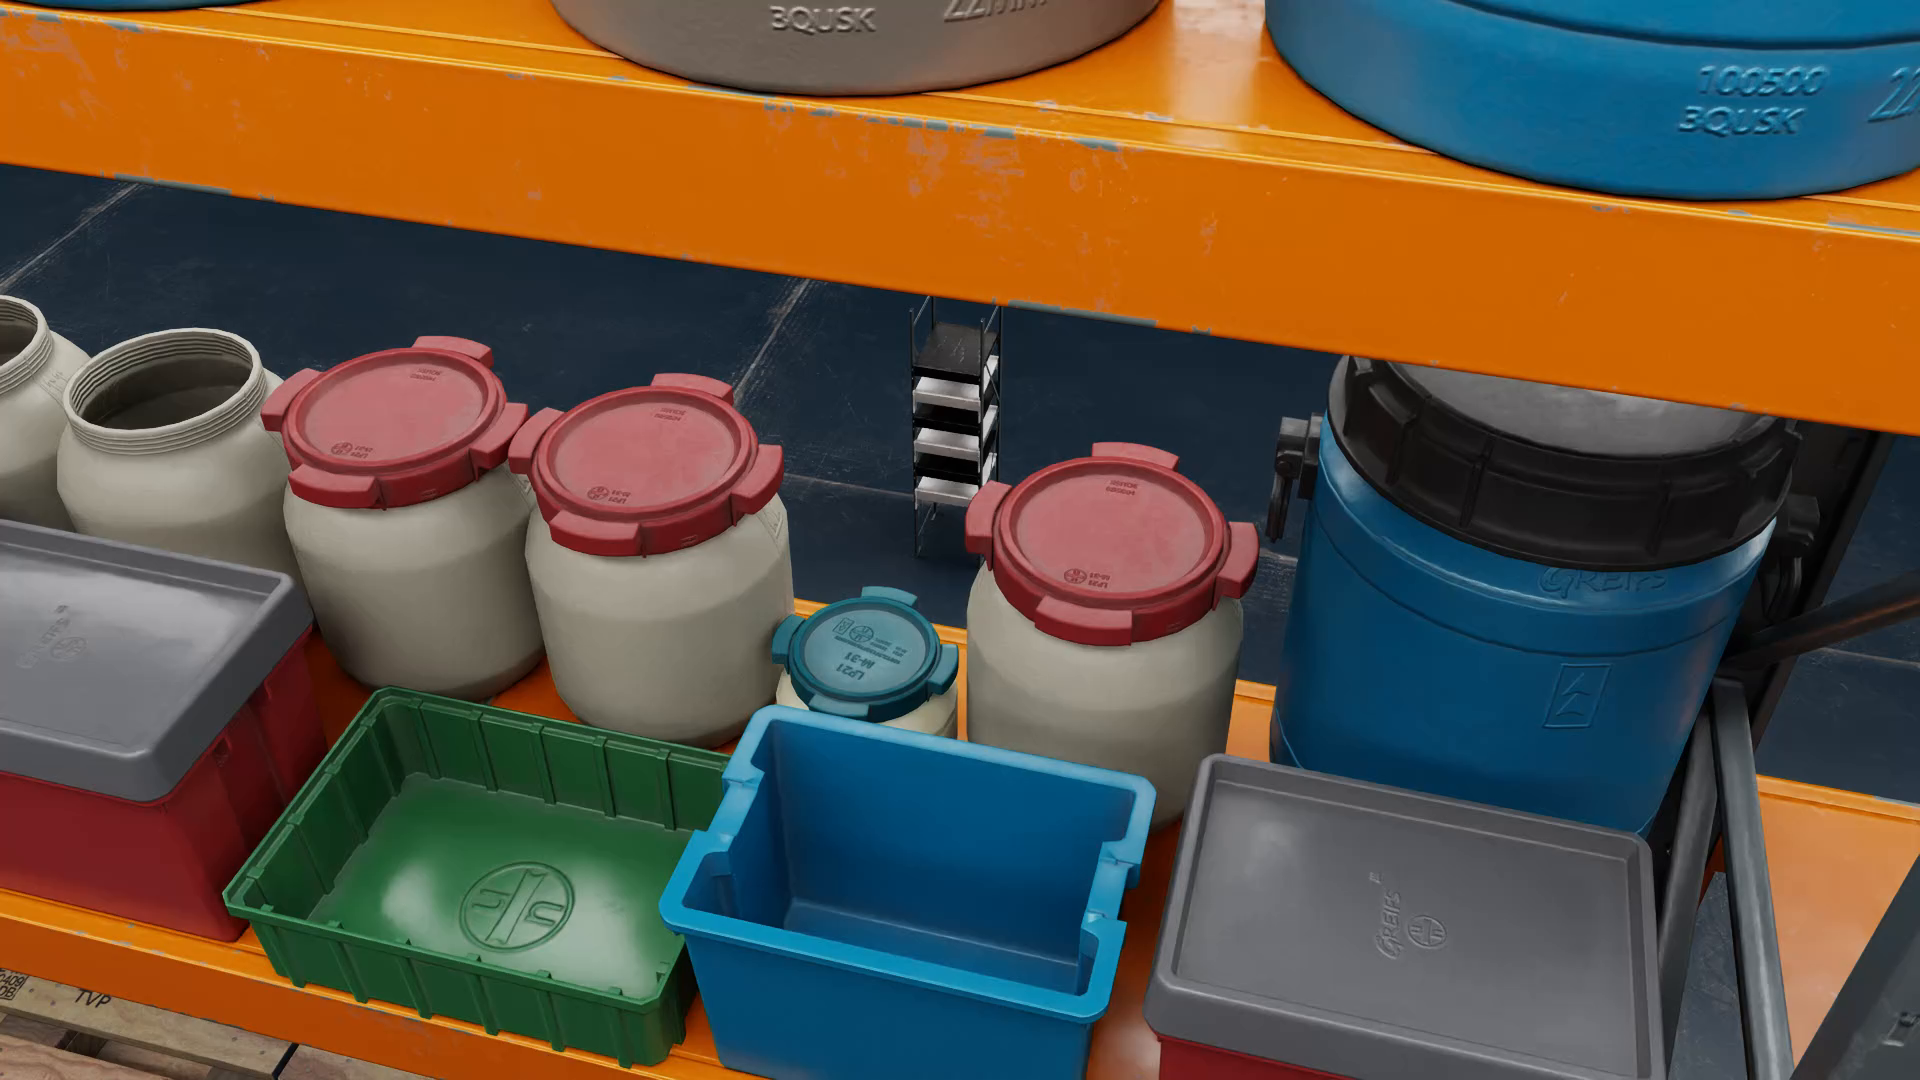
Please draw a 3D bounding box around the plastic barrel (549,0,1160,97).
[{"bbox_3d":[-0.091,-0.871,1.232,0.600,0.901,0.600,0,40,0],"label":"plastic barrel"}]

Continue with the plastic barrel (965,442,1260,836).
[{"bbox_3d":[0.221,0.181,2.596,0.433,0.535,0.433,0,40,0],"label":"plastic barrel"}]

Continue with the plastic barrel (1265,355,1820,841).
[{"bbox_3d":[0.794,0.084,2.428,0.708,0.901,0.600,10,41,11],"label":"plastic barrel"}]

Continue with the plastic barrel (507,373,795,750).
[{"bbox_3d":[-0.488,0.059,2.741,0.433,0.535,0.433,0,40,0],"label":"plastic barrel"}]

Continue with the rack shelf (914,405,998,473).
[{"bbox_3d":[-0.008,-0.320,4.984,0.200,0.077,0.258,10,41,11],"label":"rack shelf"}]

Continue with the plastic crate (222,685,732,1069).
[{"bbox_3d":[-0.667,0.496,2.492,0.662,0.188,0.450,10,41,11],"label":"plastic crate"}]

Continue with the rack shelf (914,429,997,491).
[{"bbox_3d":[-0.008,-0.252,5.042,0.200,0.077,0.258,10,41,11],"label":"rack shelf"}]

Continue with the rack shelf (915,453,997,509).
[{"bbox_3d":[-0.008,-0.183,5.099,0.200,0.077,0.258,10,41,11],"label":"rack shelf"}]

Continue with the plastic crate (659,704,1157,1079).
[{"bbox_3d":[-0.058,0.545,2.282,0.575,0.384,0.392,10,41,11],"label":"plastic crate"}]

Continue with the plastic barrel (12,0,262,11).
[{"bbox_3d":[-0.722,-0.979,1.361,0.708,0.901,0.600,10,41,11],"label":"plastic barrel"}]

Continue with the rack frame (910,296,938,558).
[{"bbox_3d":[-0.106,-0.363,4.982,0.006,0.900,0.240,10,41,11],"label":"rack frame"}]

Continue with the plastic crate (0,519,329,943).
[{"bbox_3d":[-1.294,0.298,2.513,0.583,0.464,0.402,10,41,11],"label":"plastic crate"}]

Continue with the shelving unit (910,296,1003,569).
[{"bbox_3d":[-0.008,-0.346,4.962,0.210,0.900,0.258,10,41,11],"label":"shelving unit"}]

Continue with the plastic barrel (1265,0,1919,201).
[{"bbox_3d":[0.541,-0.762,1.103,0.708,0.901,0.600,10,41,11],"label":"plastic barrel"}]

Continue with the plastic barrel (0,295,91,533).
[{"bbox_3d":[-1.727,-0.141,2.999,0.421,0.512,0.421,0,40,0],"label":"plastic barrel"}]

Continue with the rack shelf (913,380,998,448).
[{"bbox_3d":[-0.008,-0.389,4.926,0.200,0.077,0.258,10,41,11],"label":"rack shelf"}]

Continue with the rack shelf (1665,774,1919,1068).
[{"bbox_3d":[3.021,1.136,2.124,4.000,0.370,1.077,10,41,11],"label":"rack shelf"}]

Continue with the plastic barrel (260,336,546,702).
[{"bbox_3d":[-0.906,-0.013,2.827,0.433,0.535,0.433,0,40,0],"label":"plastic barrel"}]

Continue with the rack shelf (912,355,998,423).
[{"bbox_3d":[-0.008,-0.458,4.868,0.200,0.077,0.258,10,41,11],"label":"rack shelf"}]

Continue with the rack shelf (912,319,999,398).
[{"bbox_3d":[-0.008,-0.527,4.810,0.200,0.077,0.258,10,41,11],"label":"rack shelf"}]

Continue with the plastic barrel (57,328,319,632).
[{"bbox_3d":[-1.320,-0.071,2.915,0.421,0.512,0.421,0,40,0],"label":"plastic barrel"}]

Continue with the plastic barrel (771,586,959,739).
[{"bbox_3d":[-0.150,0.266,2.708,0.301,0.262,0.301,0,40,0],"label":"plastic barrel"}]

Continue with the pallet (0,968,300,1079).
[{"bbox_3d":[-2.037,1.084,3.795,1.213,0.211,1.003,10,41,11],"label":"pallet"}]

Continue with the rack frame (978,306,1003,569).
[{"bbox_3d":[0.090,-0.329,4.942,0.006,0.900,0.240,10,41,11],"label":"rack frame"}]

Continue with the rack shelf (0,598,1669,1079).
[{"bbox_3d":[-0.844,0.472,2.916,4.000,0.370,1.077,10,41,11],"label":"rack shelf"}]

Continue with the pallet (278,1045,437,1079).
[{"bbox_3d":[-0.862,1.288,3.552,1.213,0.211,1.003,10,41,11],"label":"pallet"}]

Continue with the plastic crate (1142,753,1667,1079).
[{"bbox_3d":[0.542,0.614,2.137,0.583,0.464,0.402,10,41,11],"label":"plastic crate"}]
